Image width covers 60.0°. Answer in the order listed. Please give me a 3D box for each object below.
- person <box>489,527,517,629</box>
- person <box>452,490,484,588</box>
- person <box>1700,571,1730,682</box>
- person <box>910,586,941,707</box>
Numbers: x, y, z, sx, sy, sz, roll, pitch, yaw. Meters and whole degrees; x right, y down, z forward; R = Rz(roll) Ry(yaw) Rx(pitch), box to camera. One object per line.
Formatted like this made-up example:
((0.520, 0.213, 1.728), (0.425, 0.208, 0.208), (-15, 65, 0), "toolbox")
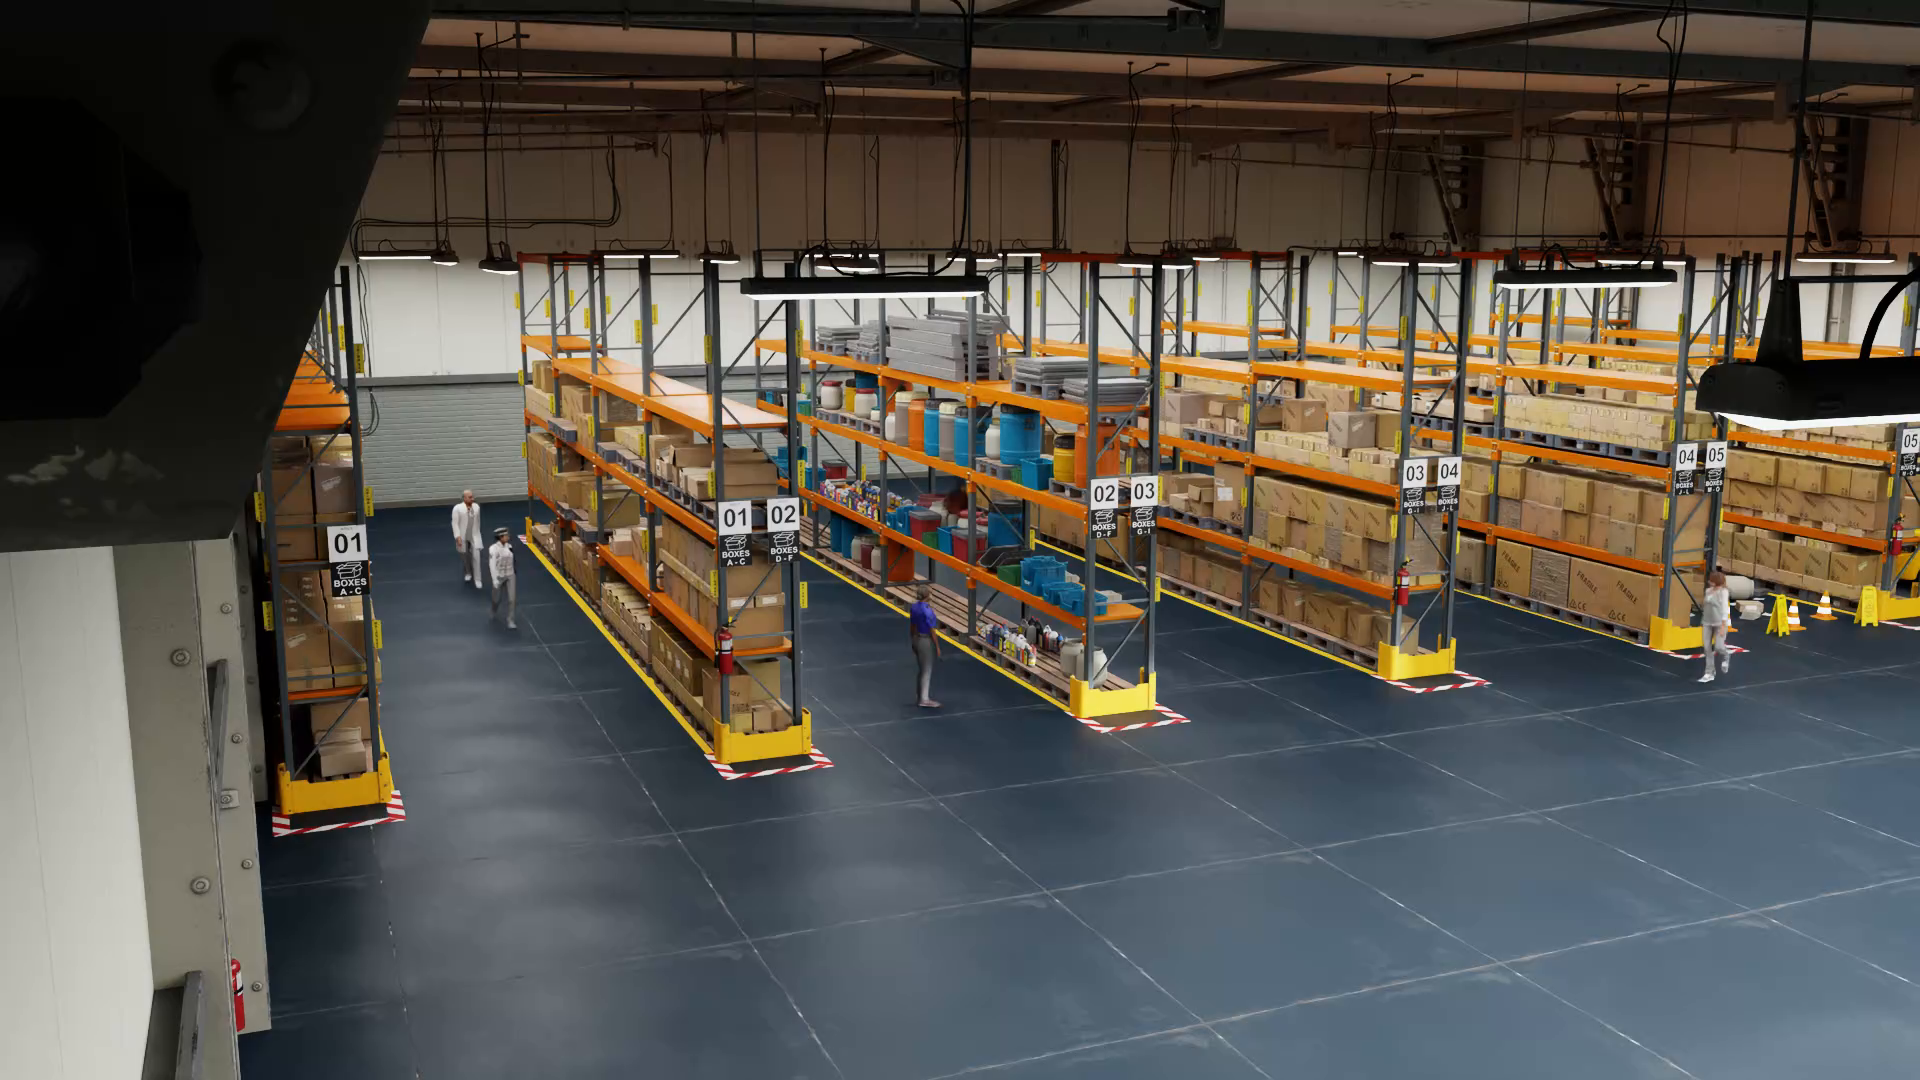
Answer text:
((-7.481, 0.593, 27.191), (0.442, 1.632, 0.707), (-5, 11, -23), "person")
((-8.989, -0.046, 30.369), (0.542, 1.736, 1.038), (-3, 11, -17), "person")
((10.860, 1.233, 23.935), (0.401, 1.592, 0.528), (10, 14, 43), "person")
((-0.462, 1.462, 22.587), (0.357, 1.720, 0.464), (-4, 11, -20), "person")
